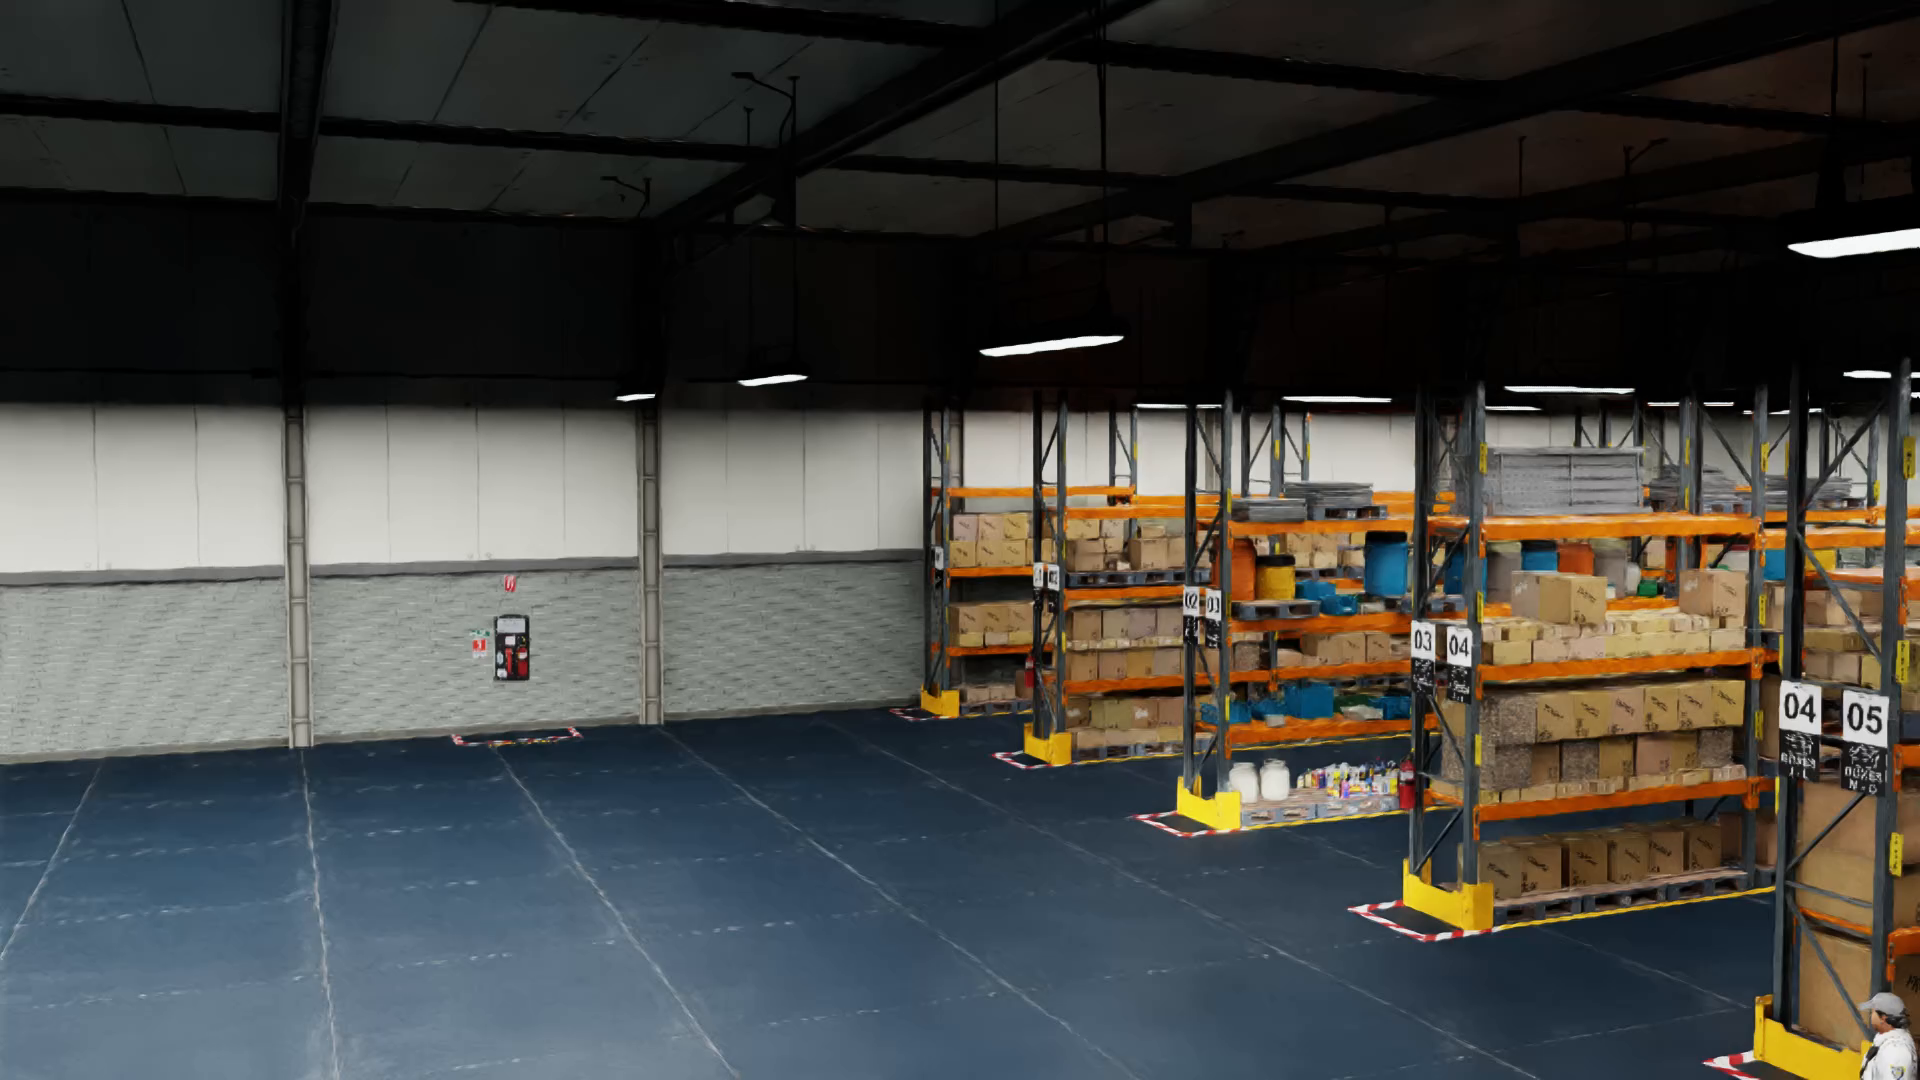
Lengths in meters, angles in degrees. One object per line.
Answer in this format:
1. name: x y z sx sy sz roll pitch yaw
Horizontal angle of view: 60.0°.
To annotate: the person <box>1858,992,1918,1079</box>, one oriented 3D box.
1. person: 5.999 3.721 10.569 0.575 1.649 0.525 2 4 24
